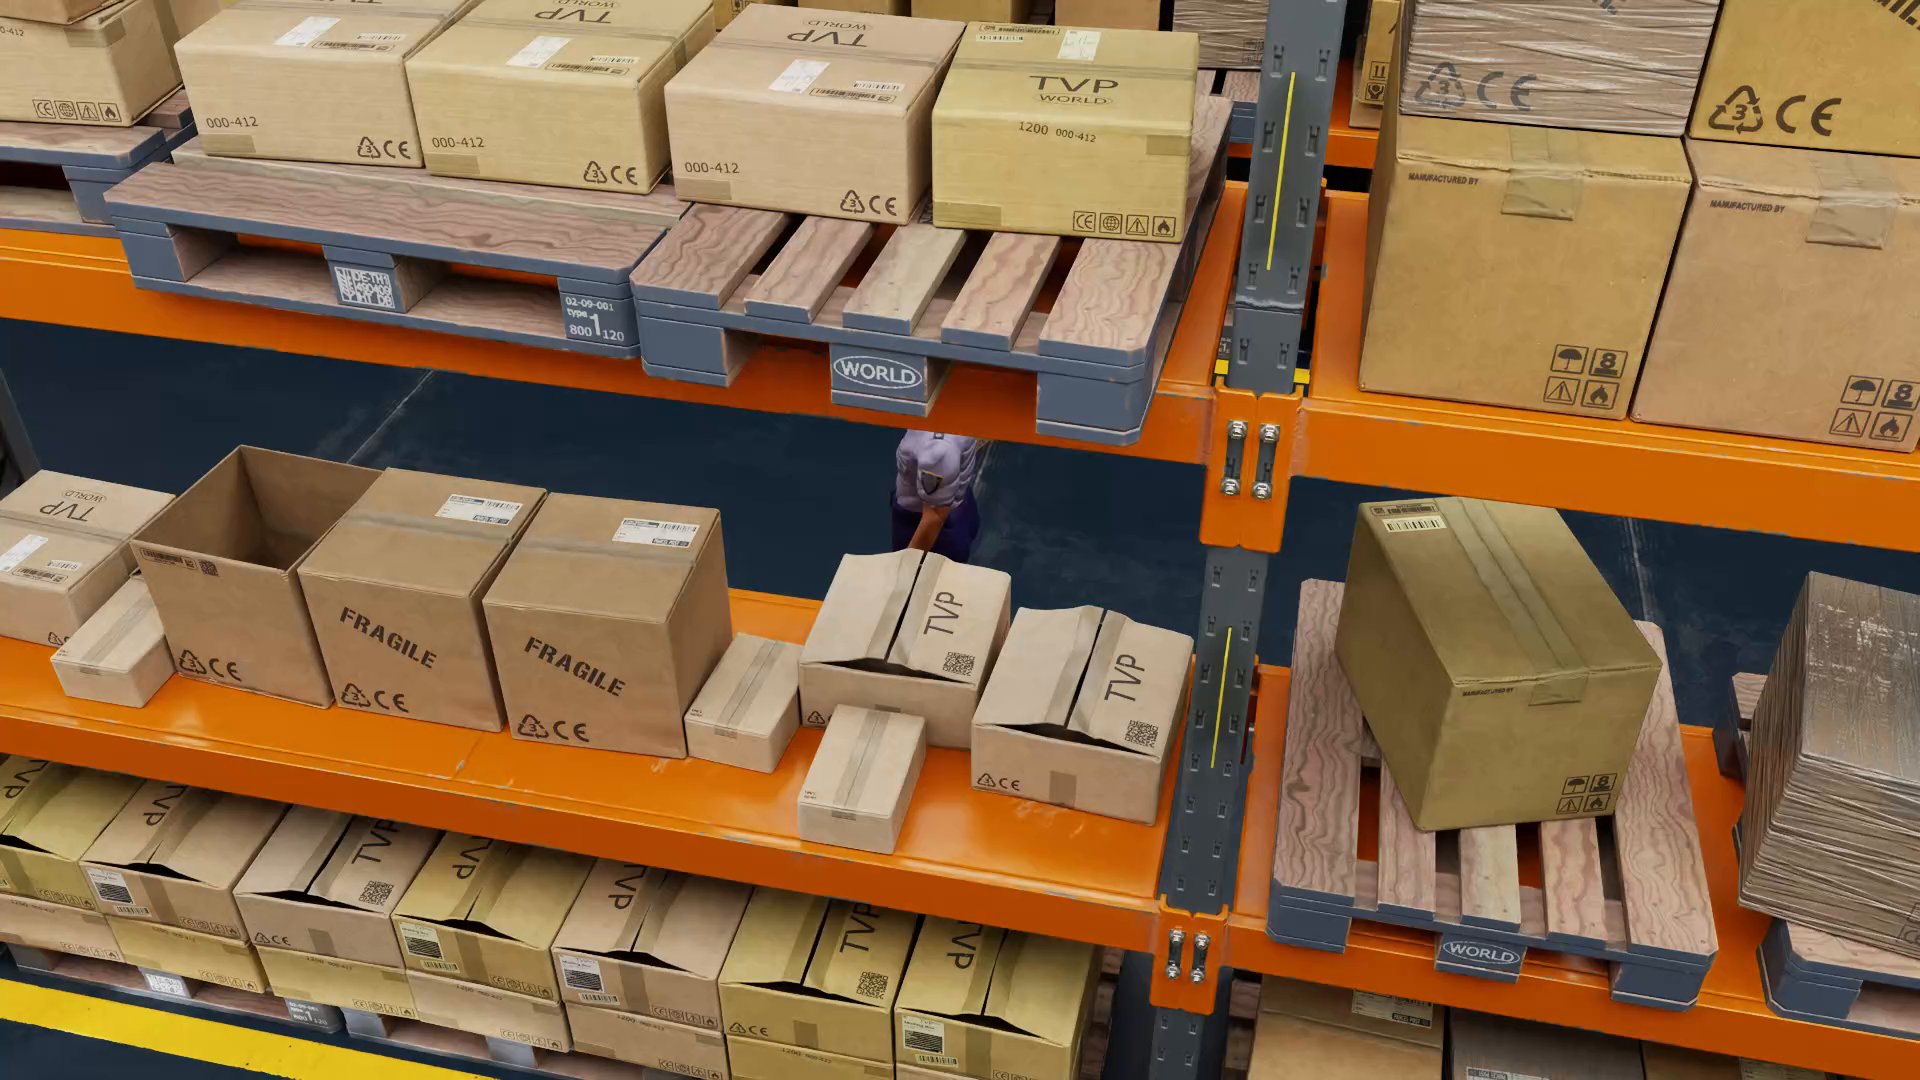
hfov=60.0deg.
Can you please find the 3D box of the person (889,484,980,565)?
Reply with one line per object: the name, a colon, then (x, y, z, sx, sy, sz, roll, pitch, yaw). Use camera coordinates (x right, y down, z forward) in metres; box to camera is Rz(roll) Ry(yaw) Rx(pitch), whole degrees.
person: (-0.196, 0.169, 6.435, 0.461, 1.032, 0.525, 7, 37, 9)
